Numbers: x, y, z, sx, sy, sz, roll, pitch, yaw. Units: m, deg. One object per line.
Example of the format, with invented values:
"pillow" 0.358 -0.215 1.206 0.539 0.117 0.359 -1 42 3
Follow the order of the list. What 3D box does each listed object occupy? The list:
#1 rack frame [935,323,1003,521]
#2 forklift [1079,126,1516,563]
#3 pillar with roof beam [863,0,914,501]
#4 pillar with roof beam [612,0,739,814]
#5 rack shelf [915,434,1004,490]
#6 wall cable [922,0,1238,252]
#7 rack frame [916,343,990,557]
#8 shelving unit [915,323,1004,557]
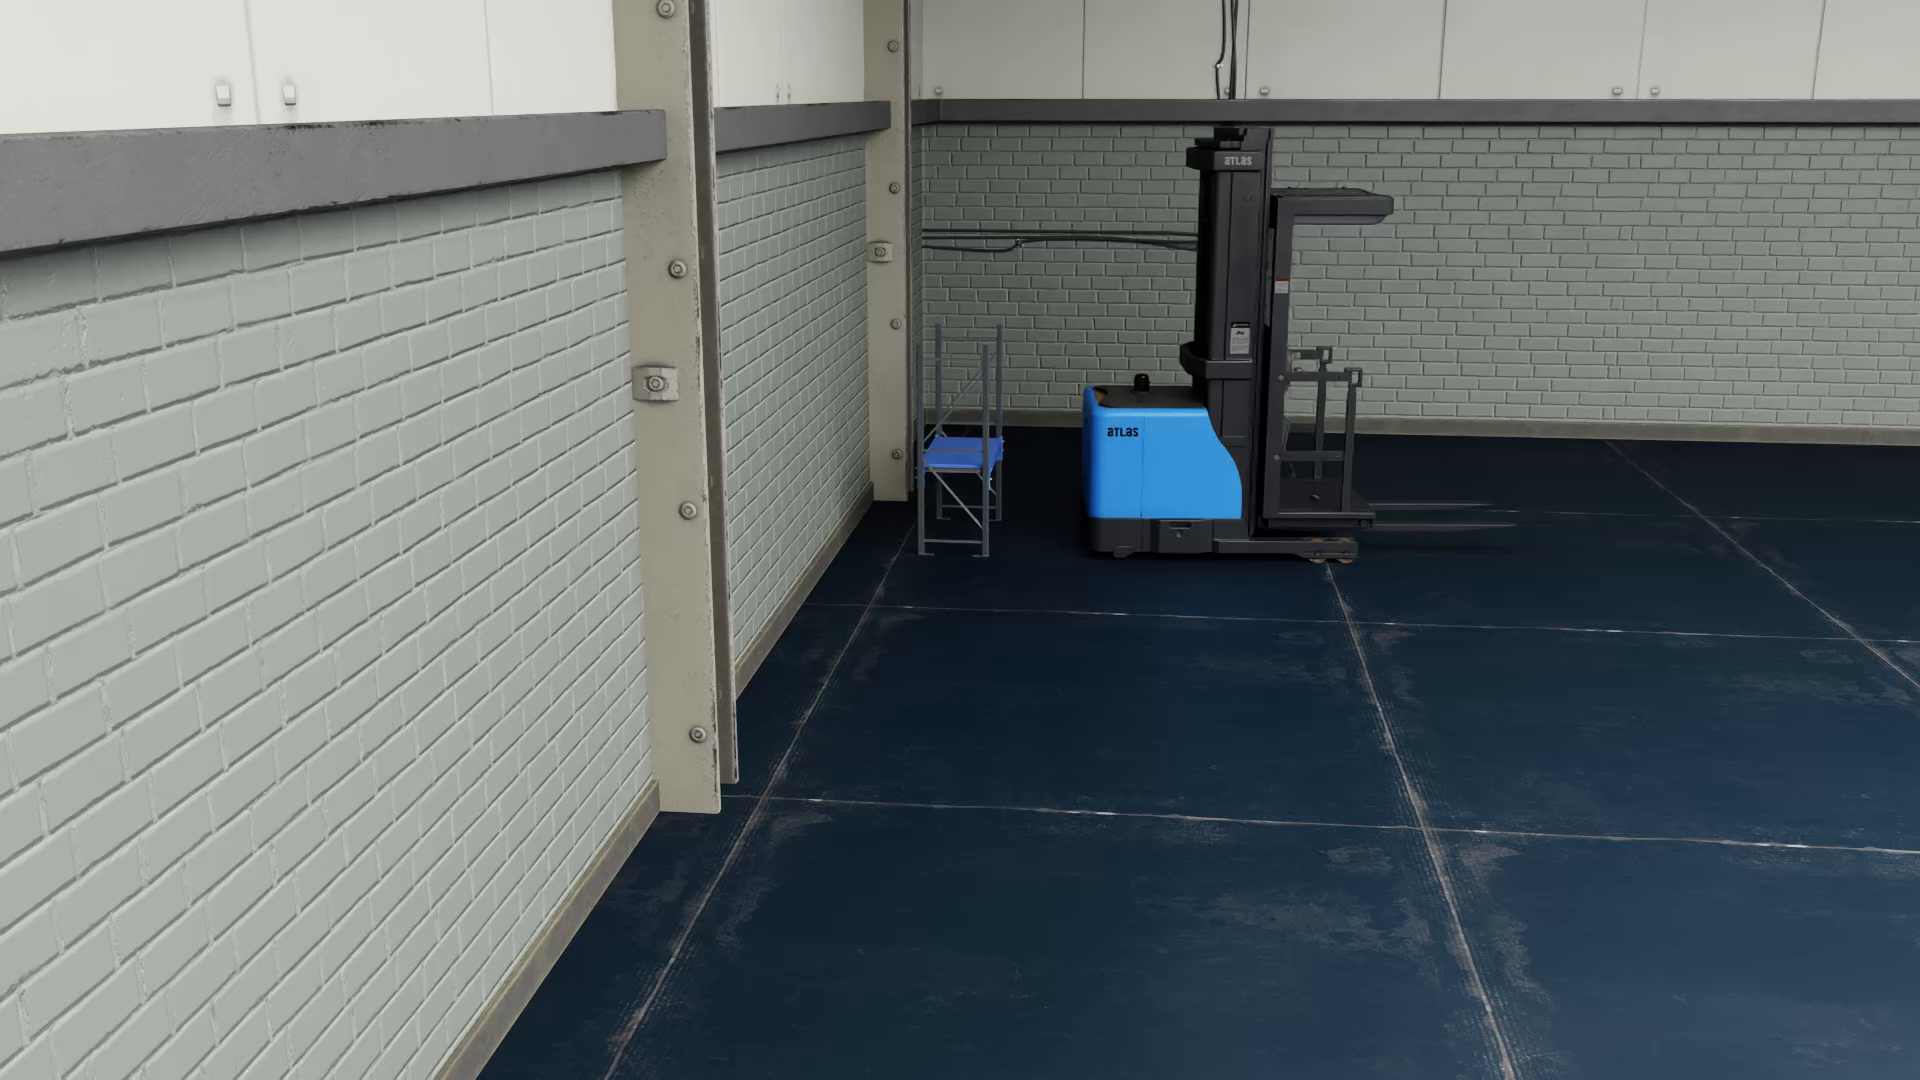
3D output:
"rack frame" 0.067 -0.878 12.536 0.500 1.500 0.032 2 15 6
"forklift" 2.404 -1.395 11.705 3.031 2.935 1.130 0 15 1
"pillar with roof beam" 3.724 -4.585 11.879 9.100 9.000 0.400 2 15 6
"pillar with roof beam" 3.047 -3.029 6.124 9.100 9.000 0.400 2 15 6
"rack shelf" 0.010 -0.572 12.095 0.538 0.185 1.000 2 15 6
"wall cable" 1.093 -3.938 15.435 3.097 2.526 0.112 2 15 6
"rack frame" -0.048 -0.614 11.561 0.500 1.500 0.032 2 15 6
"shelving unit" 0.010 -0.746 12.048 0.538 1.500 1.048 2 15 6
